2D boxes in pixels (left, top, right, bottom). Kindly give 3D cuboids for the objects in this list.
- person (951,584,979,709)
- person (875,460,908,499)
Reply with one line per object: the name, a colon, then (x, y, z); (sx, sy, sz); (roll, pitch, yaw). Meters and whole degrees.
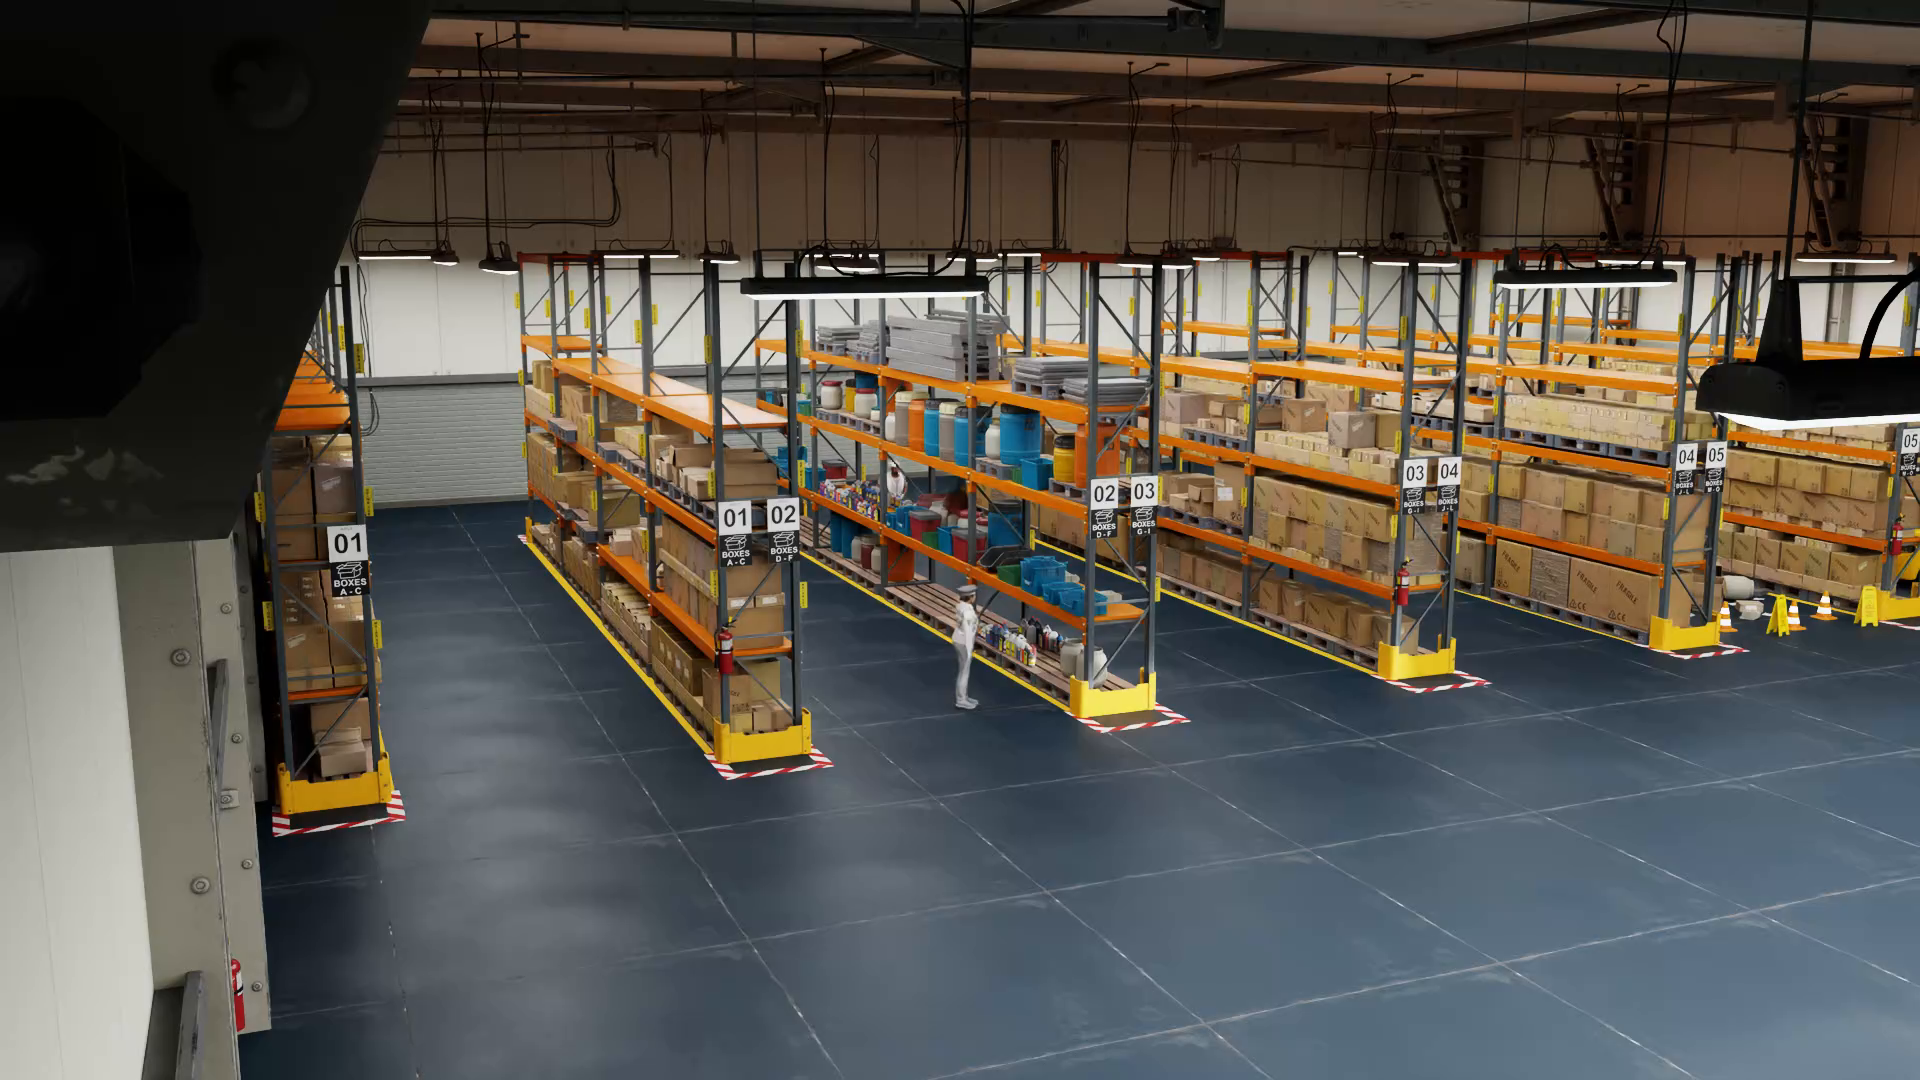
person: (0.074, 1.438, 22.539); (0.358, 1.688, 0.516); (-3, 11, -13)
person: (-1.353, -0.784, 34.540); (0.660, 1.764, 0.536); (-8, 13, -36)
